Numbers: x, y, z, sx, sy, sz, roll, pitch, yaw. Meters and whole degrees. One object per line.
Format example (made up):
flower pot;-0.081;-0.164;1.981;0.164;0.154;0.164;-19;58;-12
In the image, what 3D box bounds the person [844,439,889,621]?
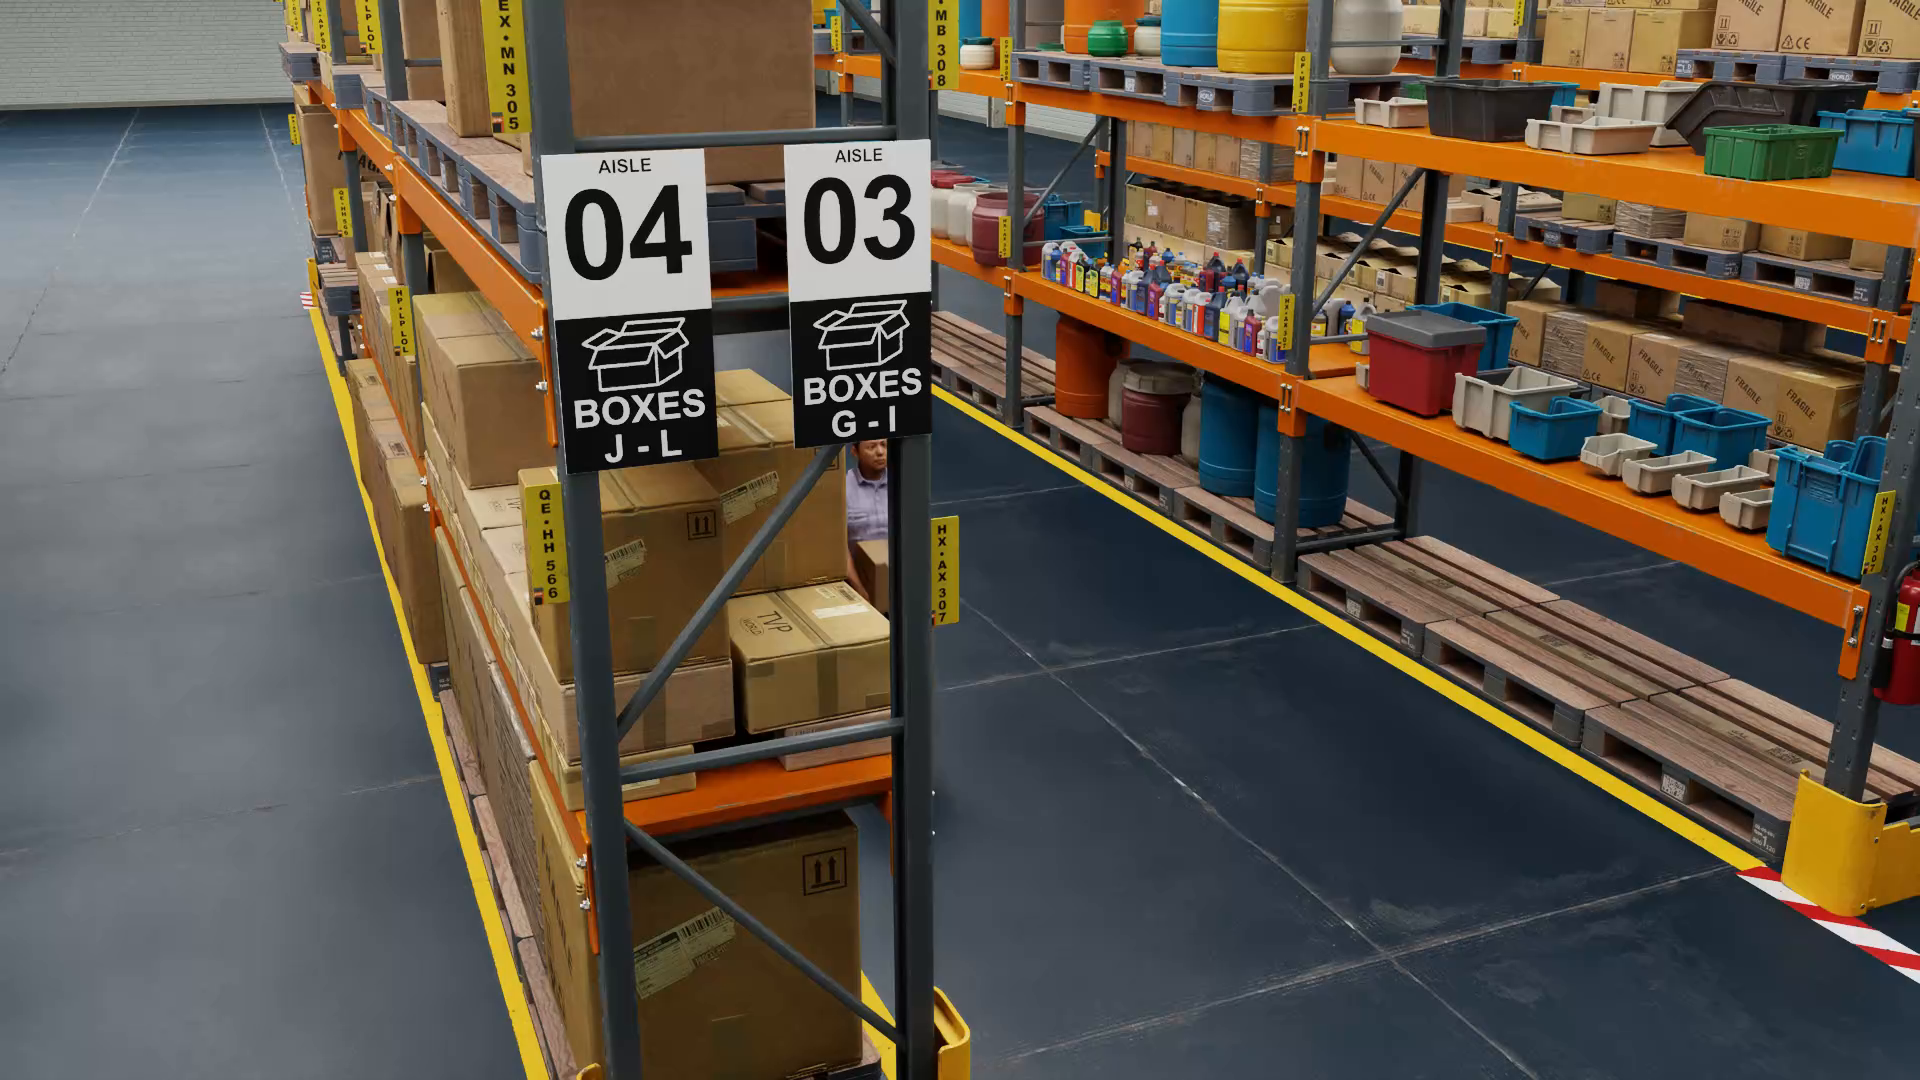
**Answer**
person;-0.378;0.273;7.829;0.452;1.622;0.519;-8;21;-22
